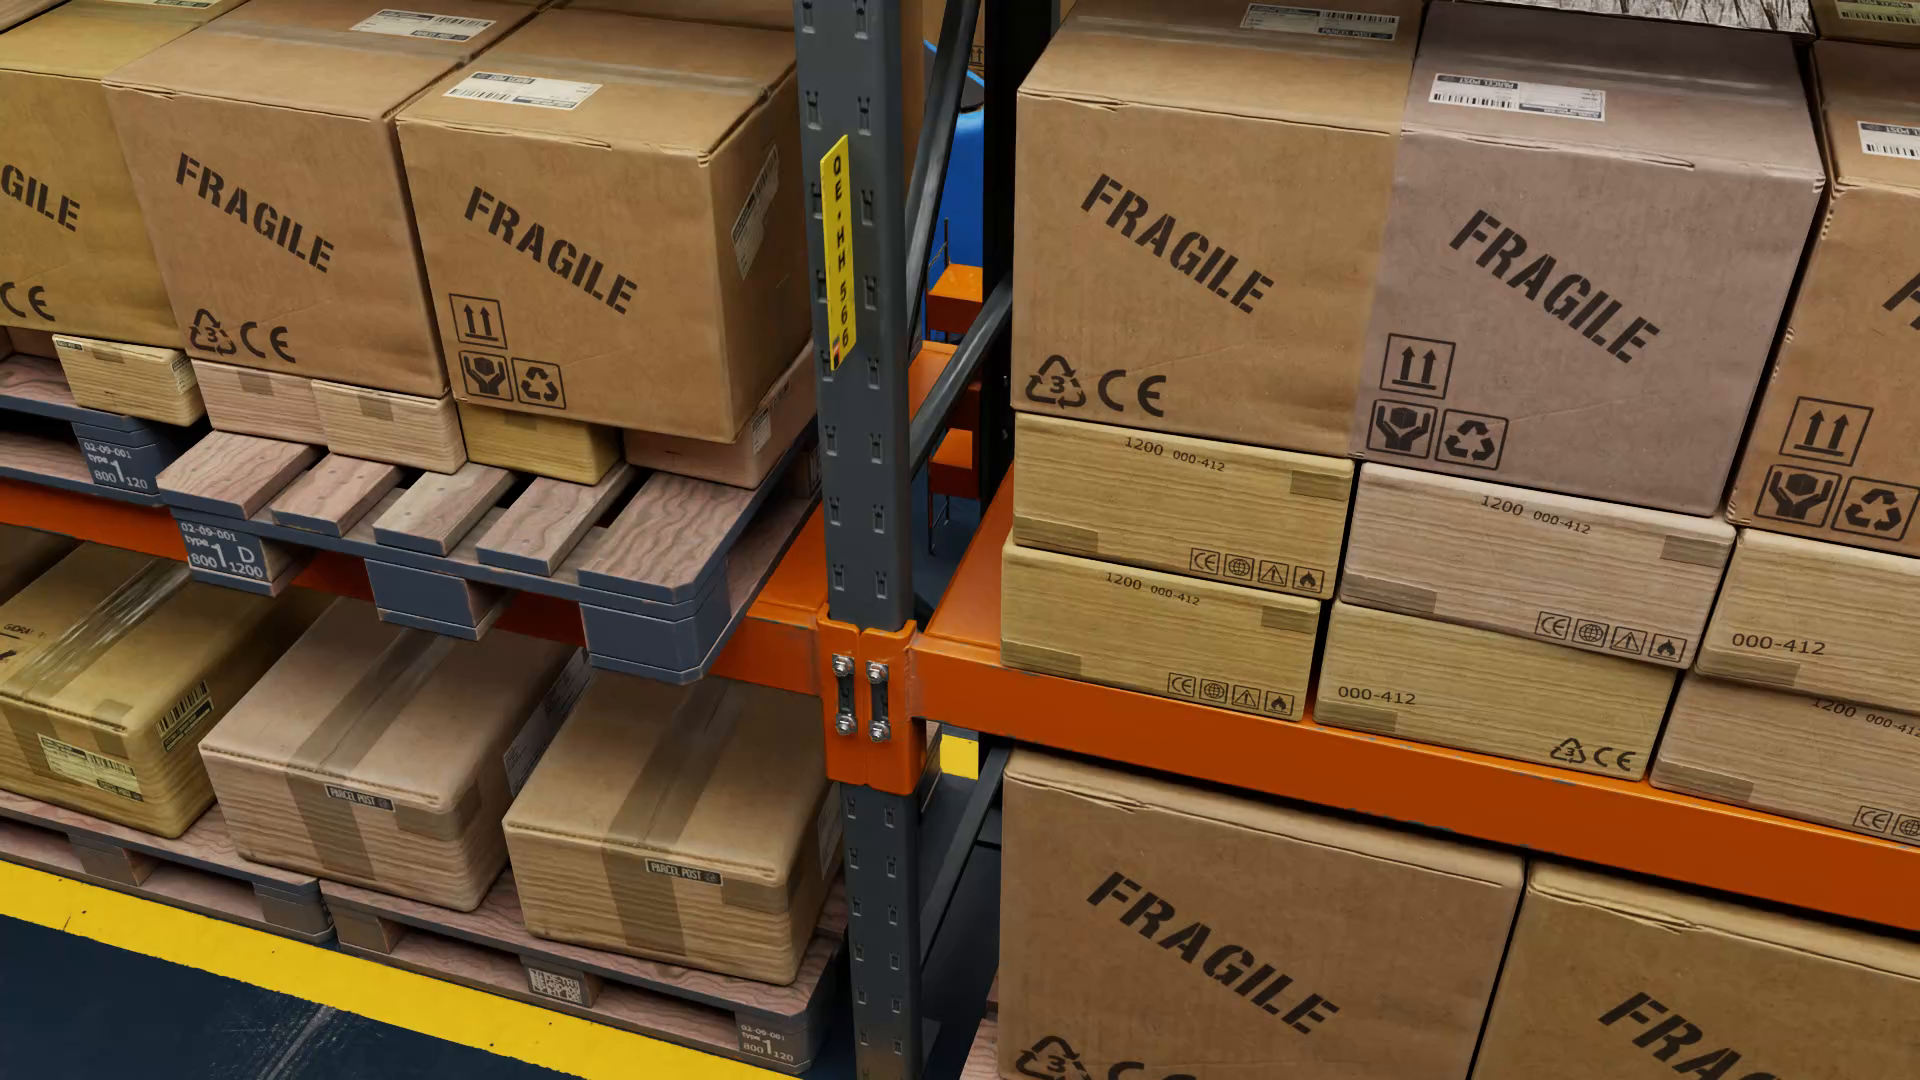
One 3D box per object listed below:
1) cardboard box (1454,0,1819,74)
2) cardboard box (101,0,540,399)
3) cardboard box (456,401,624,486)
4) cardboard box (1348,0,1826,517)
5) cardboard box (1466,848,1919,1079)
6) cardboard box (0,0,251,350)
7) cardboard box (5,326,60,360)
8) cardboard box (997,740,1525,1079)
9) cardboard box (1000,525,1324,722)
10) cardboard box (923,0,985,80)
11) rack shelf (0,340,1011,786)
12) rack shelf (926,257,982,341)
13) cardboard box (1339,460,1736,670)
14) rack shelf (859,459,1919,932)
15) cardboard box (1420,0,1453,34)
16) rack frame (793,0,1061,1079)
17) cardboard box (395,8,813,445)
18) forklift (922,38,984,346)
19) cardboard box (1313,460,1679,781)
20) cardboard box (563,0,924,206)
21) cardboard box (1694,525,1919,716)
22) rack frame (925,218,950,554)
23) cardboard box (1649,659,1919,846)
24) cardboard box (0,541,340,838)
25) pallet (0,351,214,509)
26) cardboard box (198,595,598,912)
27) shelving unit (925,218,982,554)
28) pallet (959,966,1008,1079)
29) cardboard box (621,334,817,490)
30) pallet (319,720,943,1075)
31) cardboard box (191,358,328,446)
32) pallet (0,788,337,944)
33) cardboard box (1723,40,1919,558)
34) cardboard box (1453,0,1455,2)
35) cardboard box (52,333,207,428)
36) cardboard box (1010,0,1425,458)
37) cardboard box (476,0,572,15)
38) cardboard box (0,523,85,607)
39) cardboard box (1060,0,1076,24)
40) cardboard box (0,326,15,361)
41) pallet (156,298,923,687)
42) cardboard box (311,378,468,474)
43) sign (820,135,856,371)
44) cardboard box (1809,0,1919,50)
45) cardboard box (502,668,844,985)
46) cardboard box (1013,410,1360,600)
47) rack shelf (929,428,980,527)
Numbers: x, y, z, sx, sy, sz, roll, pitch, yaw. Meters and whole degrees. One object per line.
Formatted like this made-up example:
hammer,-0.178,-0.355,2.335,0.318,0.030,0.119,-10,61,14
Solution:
cardboard box,1.046,-0.691,2.731,0.500,0.500,0.500,11,38,15
cardboard box,-1.031,-0.615,2.866,0.500,0.500,0.500,10,38,13
cardboard box,-0.678,-0.277,2.954,0.250,0.149,0.380,11,38,15
cardboard box,0.857,-0.413,2.353,0.500,0.500,0.500,11,38,14
cardboard box,1.467,0.738,3.155,0.875,0.875,0.875,11,38,14
cardboard box,-1.513,-0.704,2.986,0.500,0.500,0.500,8,37,11
cardboard box,-1.639,-0.502,3.259,0.250,0.149,0.380,11,38,14
cardboard box,0.617,0.578,3.373,0.875,0.875,0.875,10,38,13
cardboard box,0.375,0.011,2.831,0.500,0.250,0.500,10,37,13
cardboard box,-0.028,-2.671,7.892,0.750,0.750,1.050,11,38,15
rack shelf,-1.926,-0.342,3.791,4.000,0.370,1.077,10,38,14
rack shelf,0.051,-0.633,4.764,0.240,0.259,0.215,10,38,14
cardboard box,0.886,-0.098,2.557,0.500,0.250,0.500,11,38,15
rack shelf,1.892,0.365,2.830,4.000,0.370,1.077,10,38,14
cardboard box,0.554,-0.777,2.848,0.500,0.500,0.500,10,37,13
rack frame,-0.017,-0.278,3.097,0.127,3.000,1.000,10,38,14
cardboard box,-0.534,-0.530,2.750,0.500,0.500,0.500,9,37,13
forklift,-0.906,-2.348,5.968,1.130,2.935,3.031,-17,40,-22
cardboard box,0.870,0.092,2.721,0.500,0.250,0.500,9,37,13
cardboard box,-0.378,-0.818,3.141,0.500,0.500,0.500,9,37,13
cardboard box,1.358,-0.002,2.428,0.500,0.250,0.500,10,38,14
rack frame,-0.065,-0.435,4.955,0.008,1.050,0.200,10,38,14
cardboard box,1.369,0.188,2.590,0.500,0.250,0.500,12,38,15
cardboard box,-1.982,0.243,4.252,0.625,0.372,0.950,12,38,15
pallet,-1.919,-0.527,3.598,1.213,0.211,1.003,10,38,14
cardboard box,-1.260,0.380,4.066,0.625,0.372,0.950,10,37,13
shelving unit,0.051,-0.413,4.926,0.252,1.050,0.215,10,38,14
pallet,0.713,1.027,3.676,1.213,0.211,1.003,10,38,14
cardboard box,-0.400,-0.271,2.945,0.250,0.149,0.380,12,38,16
pallet,-0.763,0.706,4.112,1.213,0.211,1.003,10,38,14
cardboard box,-1.169,-0.345,3.046,0.250,0.149,0.380,9,37,12
pallet,-1.923,0.489,4.407,1.213,0.211,1.003,10,38,14
cardboard box,1.346,-0.313,2.217,0.500,0.500,0.500,12,38,15
cardboard box,1.948,-2.302,6.969,0.500,0.250,0.500,9,37,12
cardboard box,-1.436,-0.386,3.102,0.250,0.149,0.380,11,38,15
cardboard box,0.381,-0.495,2.465,0.500,0.500,0.500,9,37,12
cardboard box,-0.877,-0.906,3.260,0.500,0.500,0.500,12,38,16
cardboard box,-2.647,0.121,4.418,0.625,0.372,0.950,13,38,17
cardboard box,0.808,-2.518,7.684,0.750,0.750,1.050,10,38,13
cardboard box,-1.903,-0.500,3.256,0.250,0.149,0.380,9,37,12
pallet,-0.729,-0.266,3.243,1.003,0.211,1.213,10,38,14
cardboard box,-0.932,-0.296,2.980,0.250,0.149,0.380,10,38,14
sign,-0.170,-0.404,2.358,0.005,0.325,0.100,10,38,14
cardboard box,1.519,-0.600,2.607,0.500,0.500,0.500,11,38,14
cardboard box,-0.554,0.506,3.895,0.625,0.372,0.950,8,37,11
cardboard box,0.393,-0.190,2.682,0.500,0.250,0.500,10,38,14
rack shelf,0.051,-0.181,5.097,0.240,0.259,0.215,10,38,14
